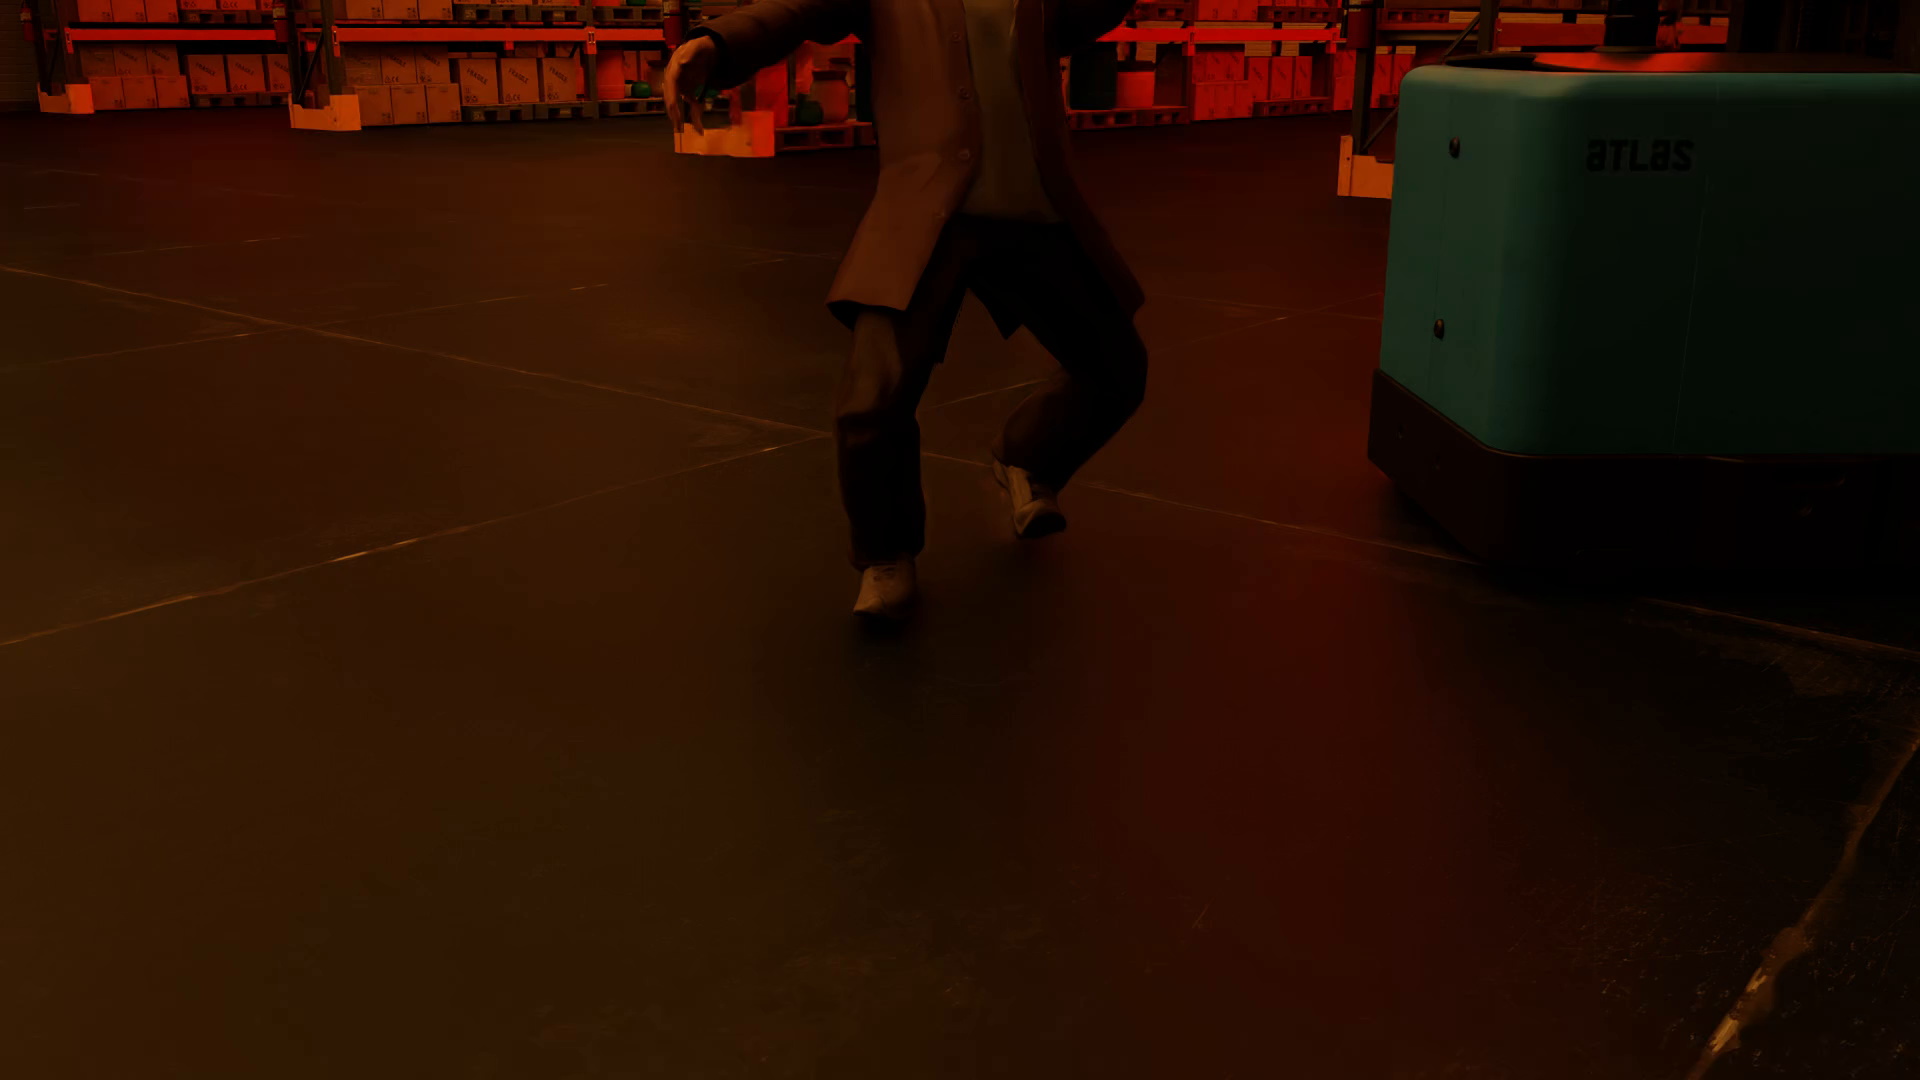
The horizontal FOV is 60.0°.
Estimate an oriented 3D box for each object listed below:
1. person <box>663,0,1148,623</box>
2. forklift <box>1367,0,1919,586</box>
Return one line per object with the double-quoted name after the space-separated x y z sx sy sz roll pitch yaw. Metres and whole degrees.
-0.091 -0.610 3.274 1.065 1.537 0.835 -10 19 -29 "person"
2.607 -1.438 3.634 3.031 2.935 1.130 0 17 -2 "forklift"
